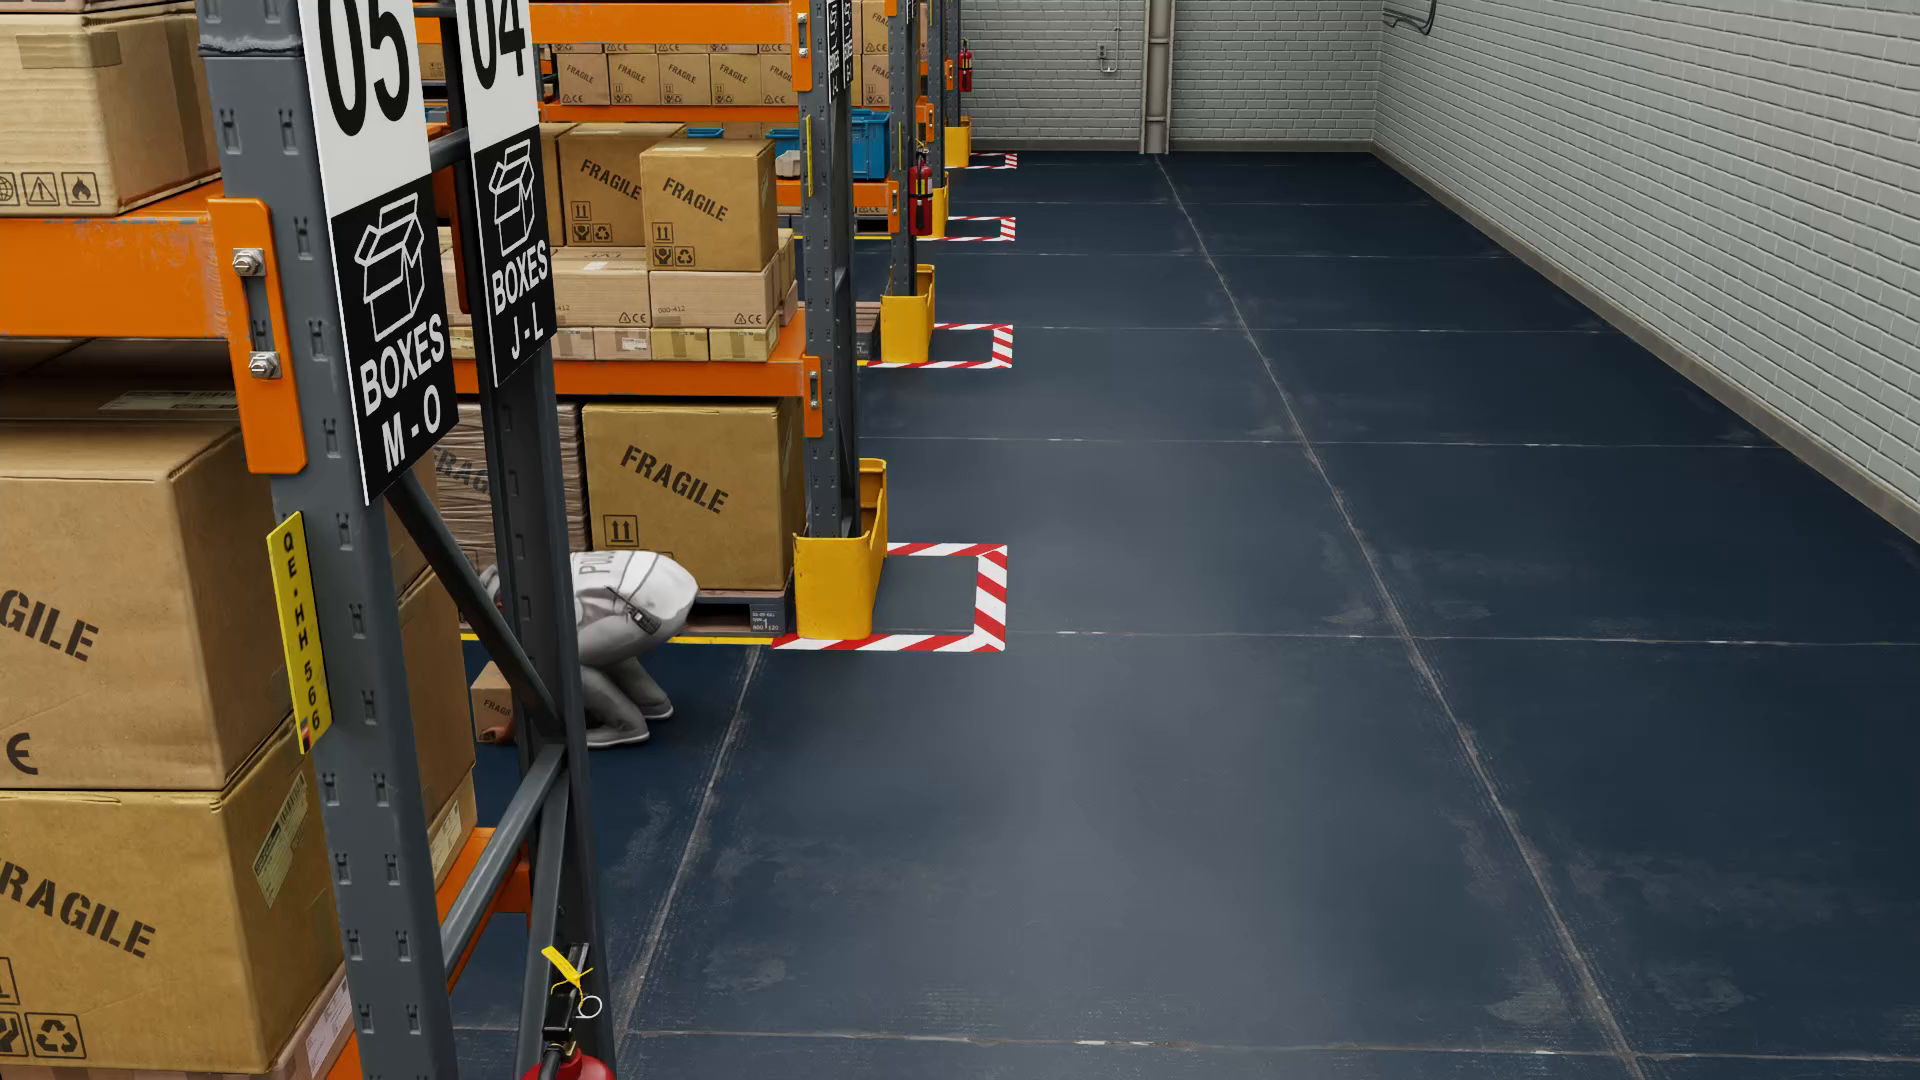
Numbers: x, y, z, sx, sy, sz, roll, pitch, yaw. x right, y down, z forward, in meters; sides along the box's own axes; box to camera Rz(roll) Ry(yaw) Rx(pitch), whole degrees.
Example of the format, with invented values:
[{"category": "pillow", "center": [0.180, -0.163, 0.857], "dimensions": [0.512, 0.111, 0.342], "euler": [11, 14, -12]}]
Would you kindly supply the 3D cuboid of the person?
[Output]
[{"category": "person", "center": [-1.520, 0.439, 6.724], "dimensions": [0.926, 0.792, 0.450], "euler": [0, 21, 0]}]
